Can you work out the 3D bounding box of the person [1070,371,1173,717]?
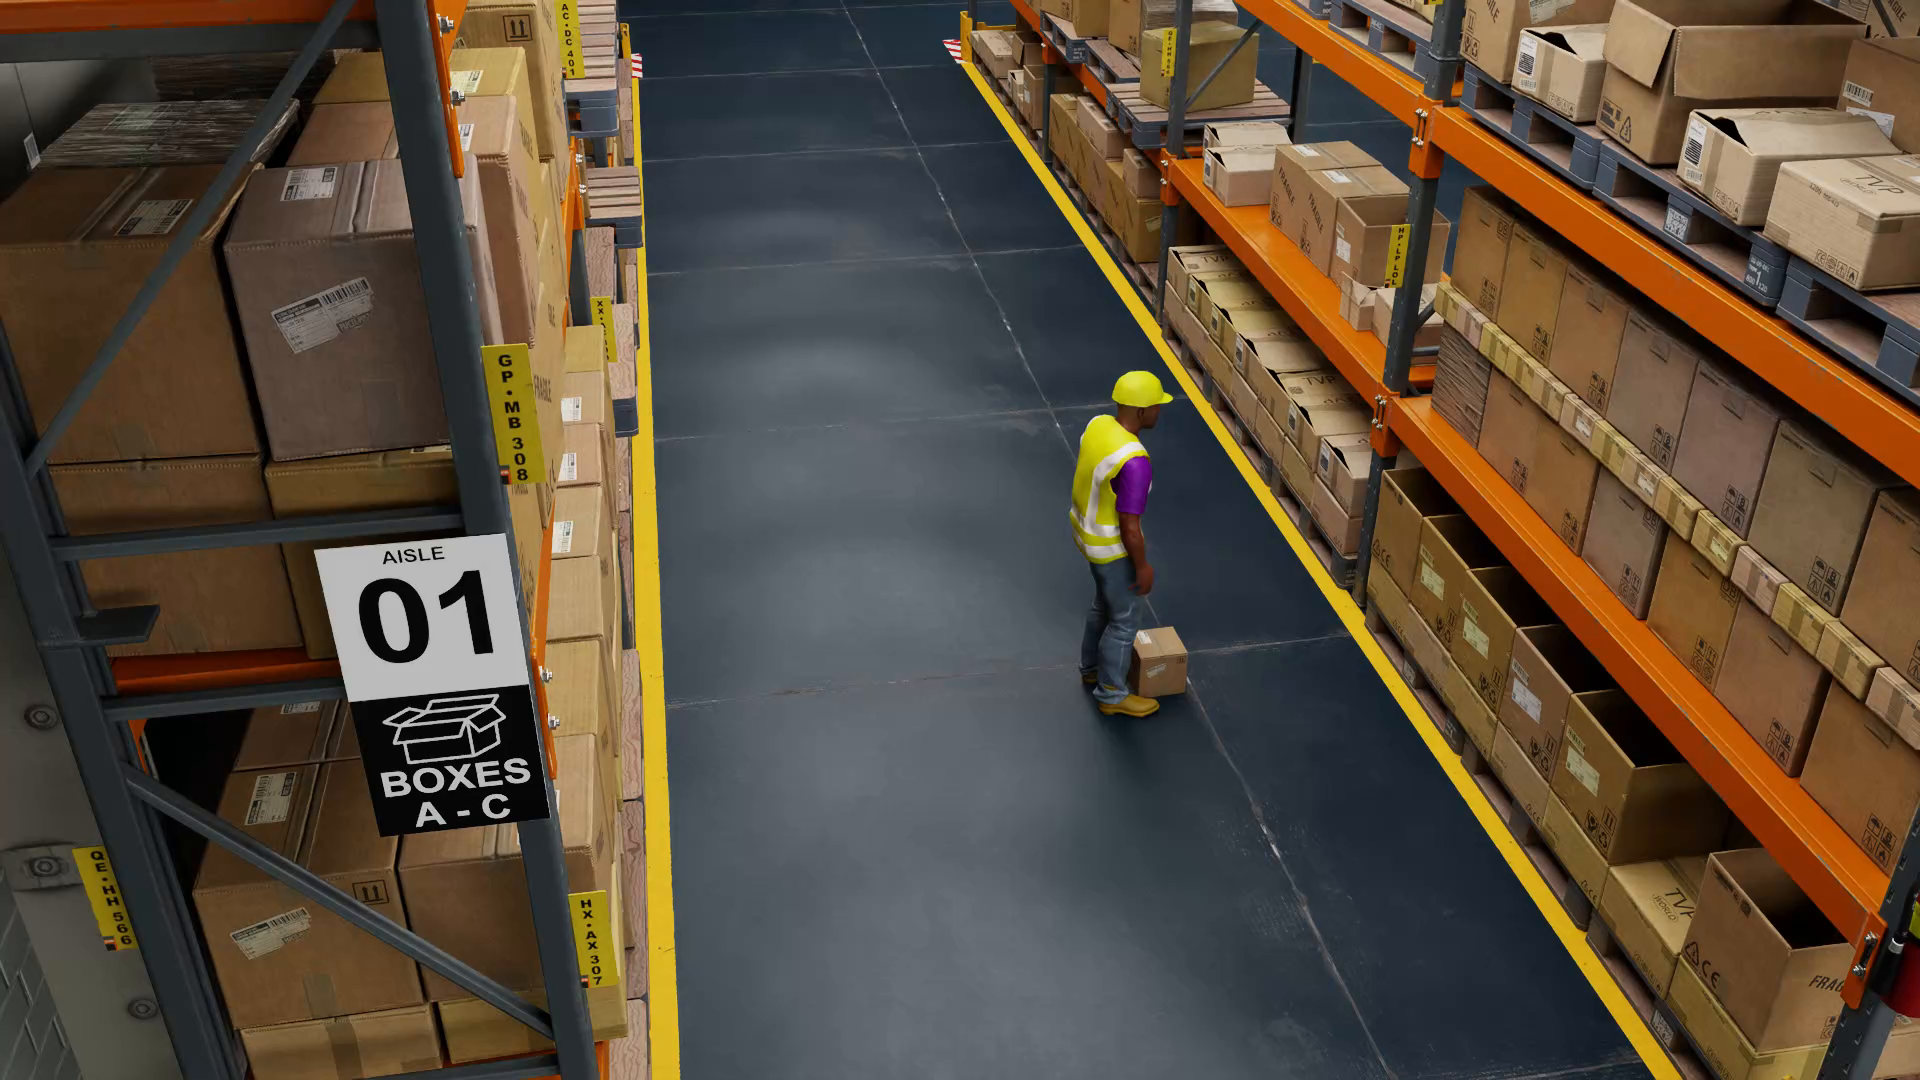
[{"bbox_3d":[0.779,-0.001,8.121,0.455,1.761,0.635,-7,31,-12],"label":"person"}]
